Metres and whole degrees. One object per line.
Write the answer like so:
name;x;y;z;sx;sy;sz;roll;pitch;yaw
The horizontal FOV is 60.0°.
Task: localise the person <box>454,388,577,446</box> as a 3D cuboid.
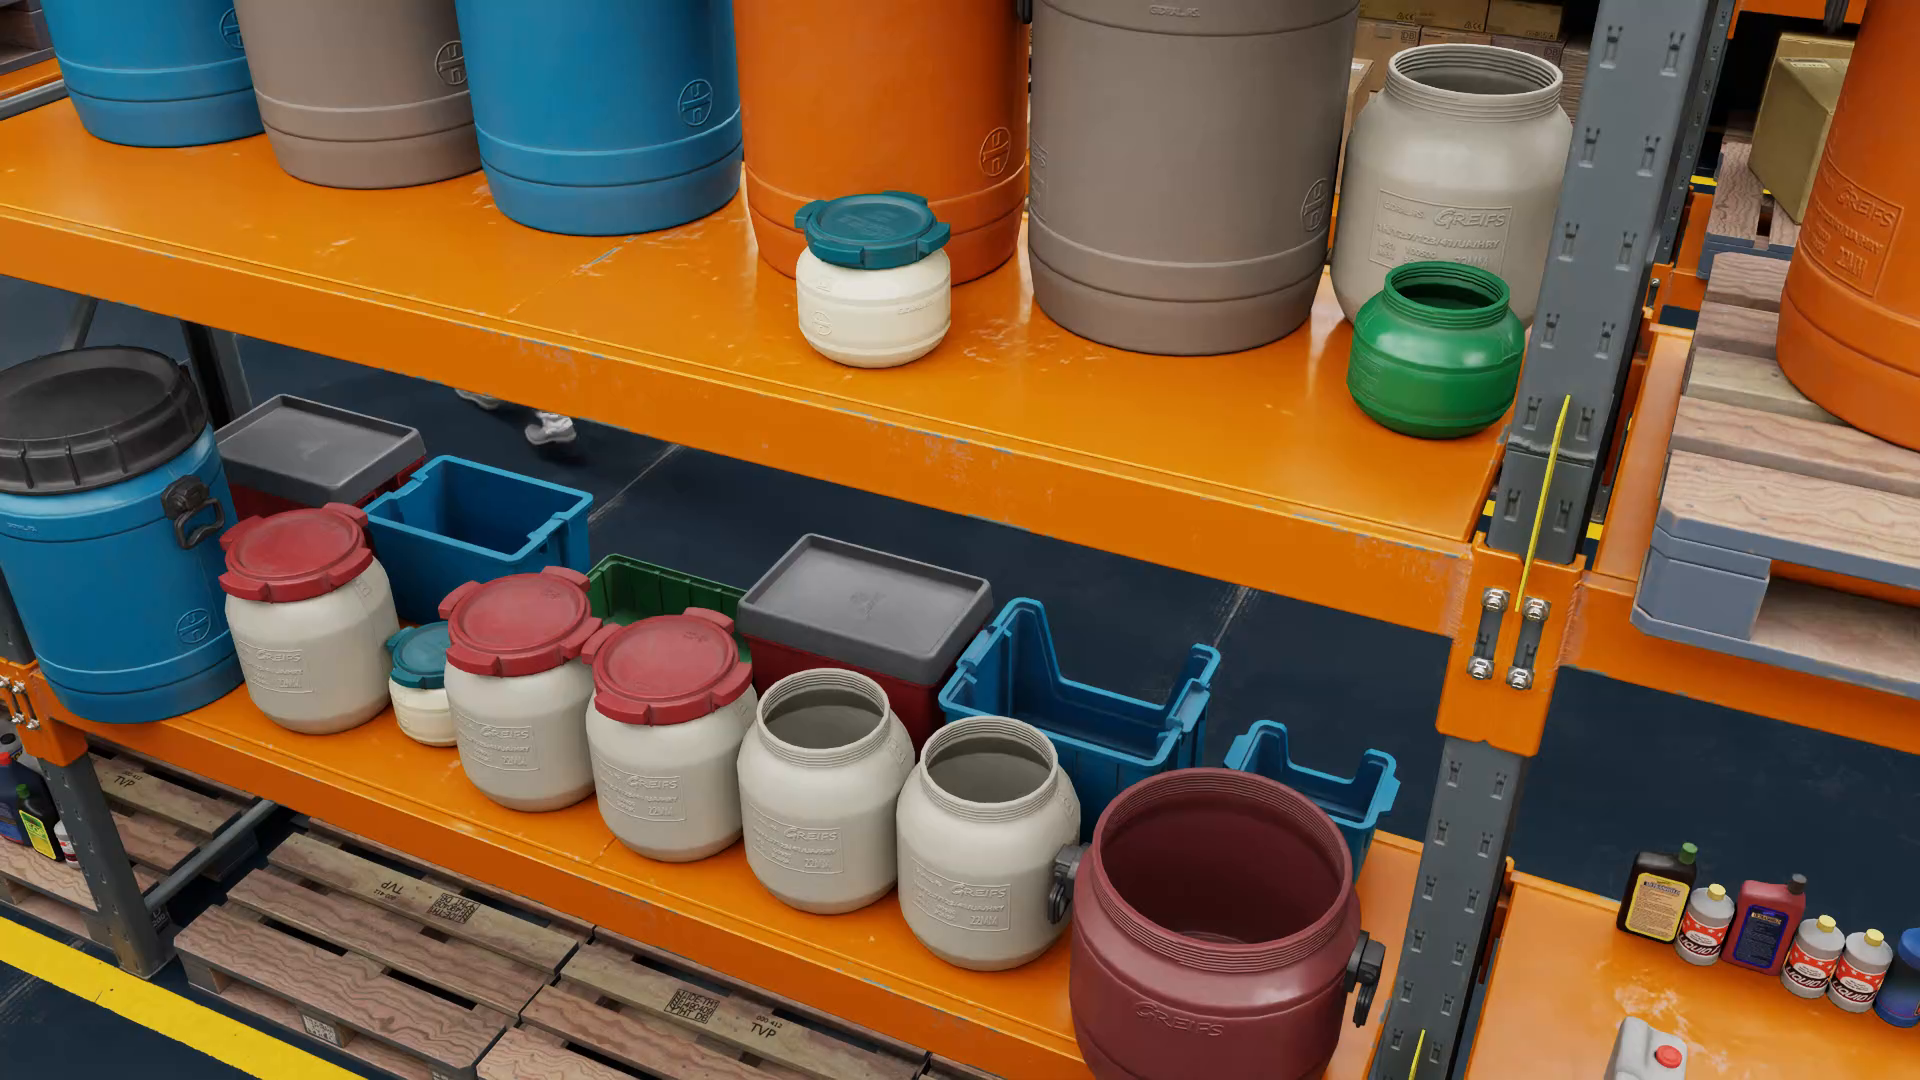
person;-2.308;-1.311;8.110;1.020;1.751;0.533;19;38;26
